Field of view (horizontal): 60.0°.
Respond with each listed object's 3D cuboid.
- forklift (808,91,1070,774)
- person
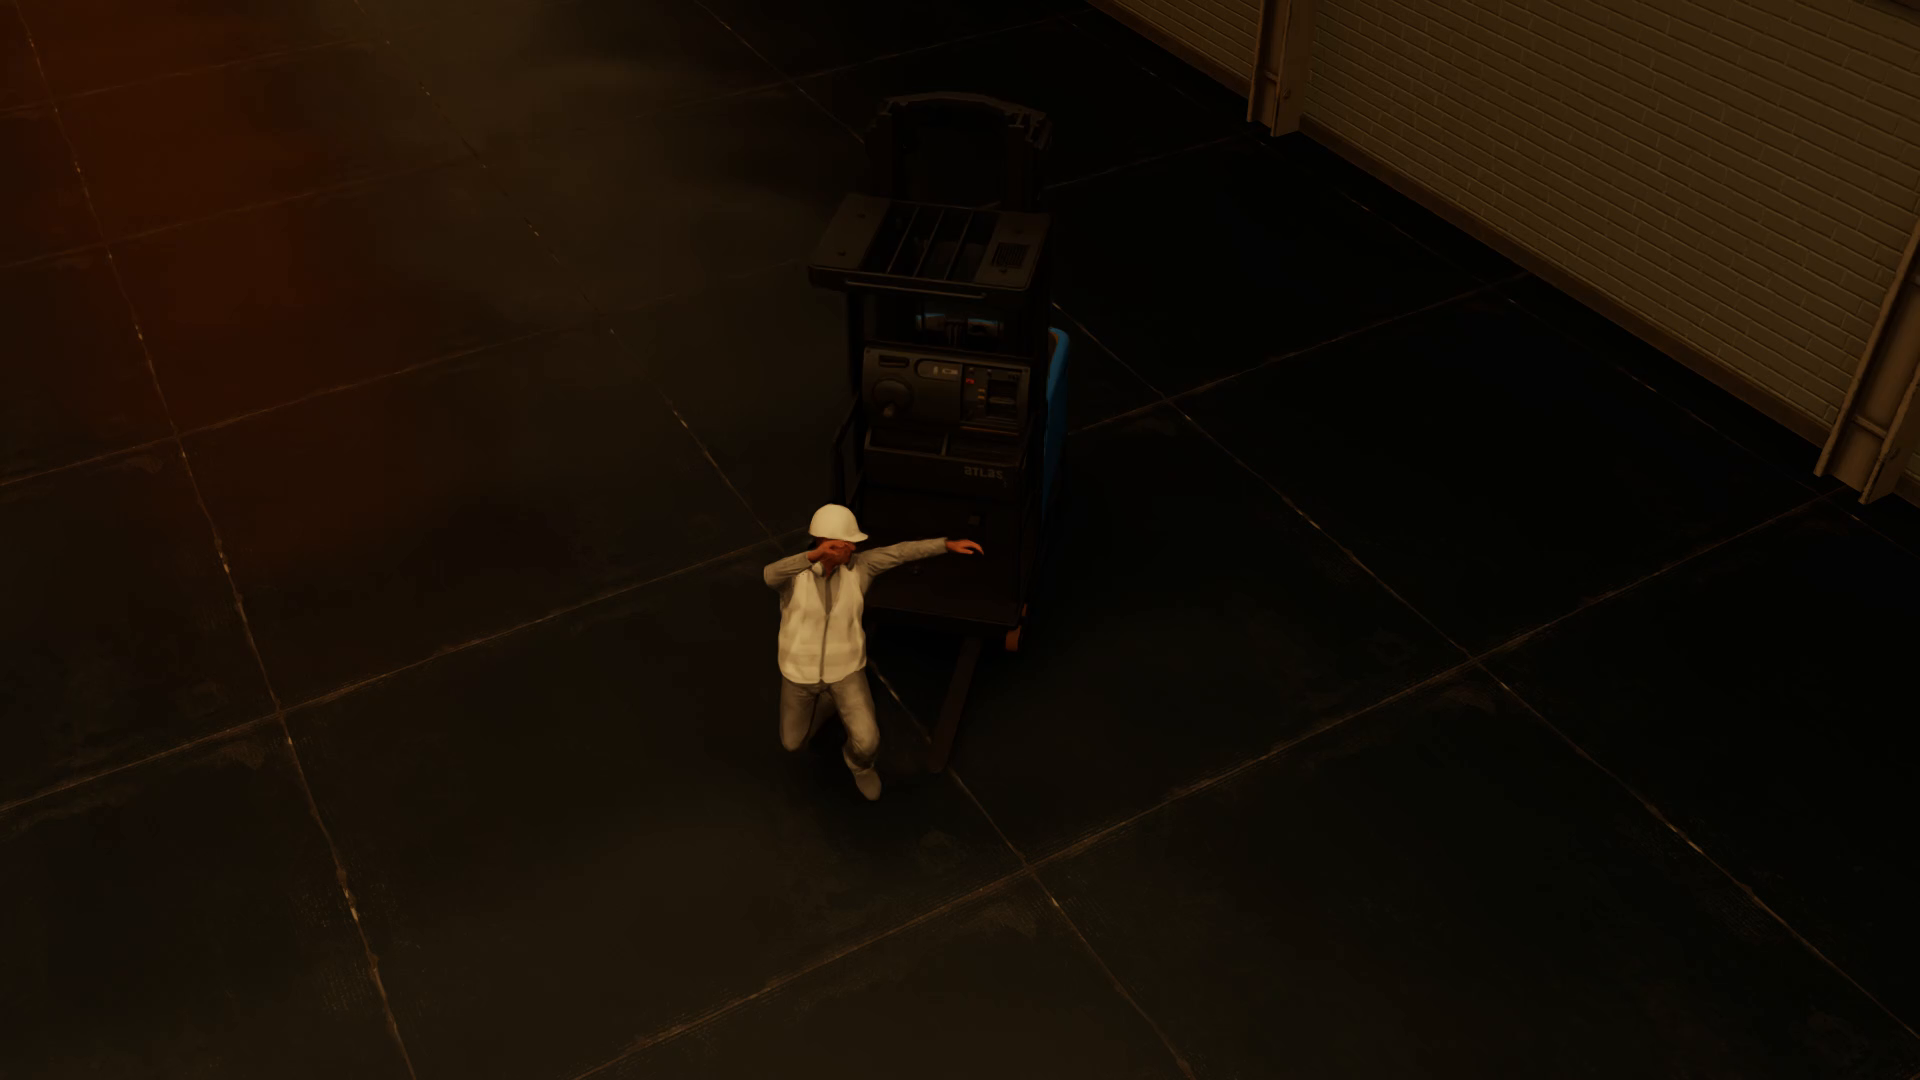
[{"bbox_3d":[-0.120,-0.745,8.935,1.130,2.935,3.031,8,40,9],"label":"forklift"},{"bbox_3d":[-0.402,0.592,8.310,1.078,1.575,0.841,-2,40,-2],"label":"person"}]
